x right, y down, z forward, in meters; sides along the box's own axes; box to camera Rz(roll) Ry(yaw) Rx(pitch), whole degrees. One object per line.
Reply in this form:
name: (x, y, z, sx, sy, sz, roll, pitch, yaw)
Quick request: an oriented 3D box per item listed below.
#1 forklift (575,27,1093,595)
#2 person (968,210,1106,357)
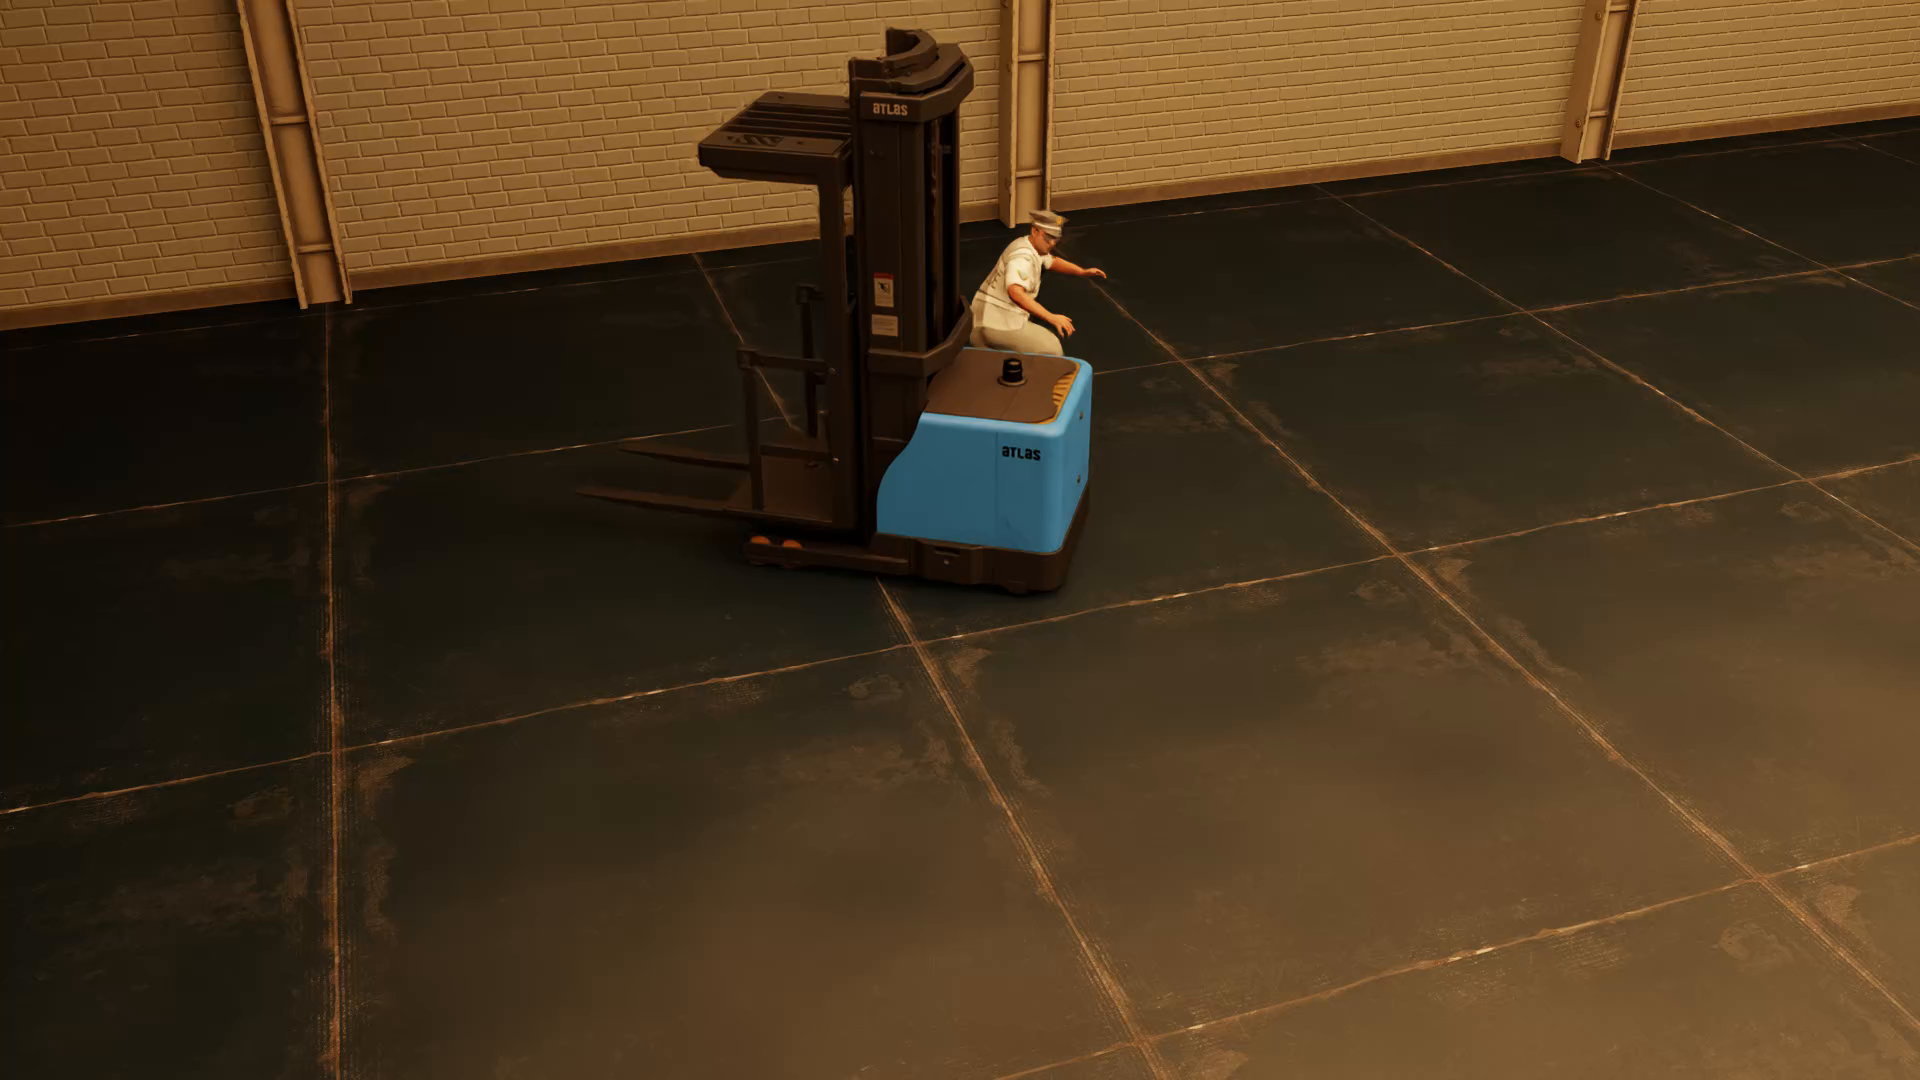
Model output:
forklift: (-0.788, -1.347, 9.428, 3.031, 2.935, 1.130, 7, 31, 12)
person: (0.559, -1.386, 10.906, 0.972, 1.514, 0.997, -10, 31, -17)
